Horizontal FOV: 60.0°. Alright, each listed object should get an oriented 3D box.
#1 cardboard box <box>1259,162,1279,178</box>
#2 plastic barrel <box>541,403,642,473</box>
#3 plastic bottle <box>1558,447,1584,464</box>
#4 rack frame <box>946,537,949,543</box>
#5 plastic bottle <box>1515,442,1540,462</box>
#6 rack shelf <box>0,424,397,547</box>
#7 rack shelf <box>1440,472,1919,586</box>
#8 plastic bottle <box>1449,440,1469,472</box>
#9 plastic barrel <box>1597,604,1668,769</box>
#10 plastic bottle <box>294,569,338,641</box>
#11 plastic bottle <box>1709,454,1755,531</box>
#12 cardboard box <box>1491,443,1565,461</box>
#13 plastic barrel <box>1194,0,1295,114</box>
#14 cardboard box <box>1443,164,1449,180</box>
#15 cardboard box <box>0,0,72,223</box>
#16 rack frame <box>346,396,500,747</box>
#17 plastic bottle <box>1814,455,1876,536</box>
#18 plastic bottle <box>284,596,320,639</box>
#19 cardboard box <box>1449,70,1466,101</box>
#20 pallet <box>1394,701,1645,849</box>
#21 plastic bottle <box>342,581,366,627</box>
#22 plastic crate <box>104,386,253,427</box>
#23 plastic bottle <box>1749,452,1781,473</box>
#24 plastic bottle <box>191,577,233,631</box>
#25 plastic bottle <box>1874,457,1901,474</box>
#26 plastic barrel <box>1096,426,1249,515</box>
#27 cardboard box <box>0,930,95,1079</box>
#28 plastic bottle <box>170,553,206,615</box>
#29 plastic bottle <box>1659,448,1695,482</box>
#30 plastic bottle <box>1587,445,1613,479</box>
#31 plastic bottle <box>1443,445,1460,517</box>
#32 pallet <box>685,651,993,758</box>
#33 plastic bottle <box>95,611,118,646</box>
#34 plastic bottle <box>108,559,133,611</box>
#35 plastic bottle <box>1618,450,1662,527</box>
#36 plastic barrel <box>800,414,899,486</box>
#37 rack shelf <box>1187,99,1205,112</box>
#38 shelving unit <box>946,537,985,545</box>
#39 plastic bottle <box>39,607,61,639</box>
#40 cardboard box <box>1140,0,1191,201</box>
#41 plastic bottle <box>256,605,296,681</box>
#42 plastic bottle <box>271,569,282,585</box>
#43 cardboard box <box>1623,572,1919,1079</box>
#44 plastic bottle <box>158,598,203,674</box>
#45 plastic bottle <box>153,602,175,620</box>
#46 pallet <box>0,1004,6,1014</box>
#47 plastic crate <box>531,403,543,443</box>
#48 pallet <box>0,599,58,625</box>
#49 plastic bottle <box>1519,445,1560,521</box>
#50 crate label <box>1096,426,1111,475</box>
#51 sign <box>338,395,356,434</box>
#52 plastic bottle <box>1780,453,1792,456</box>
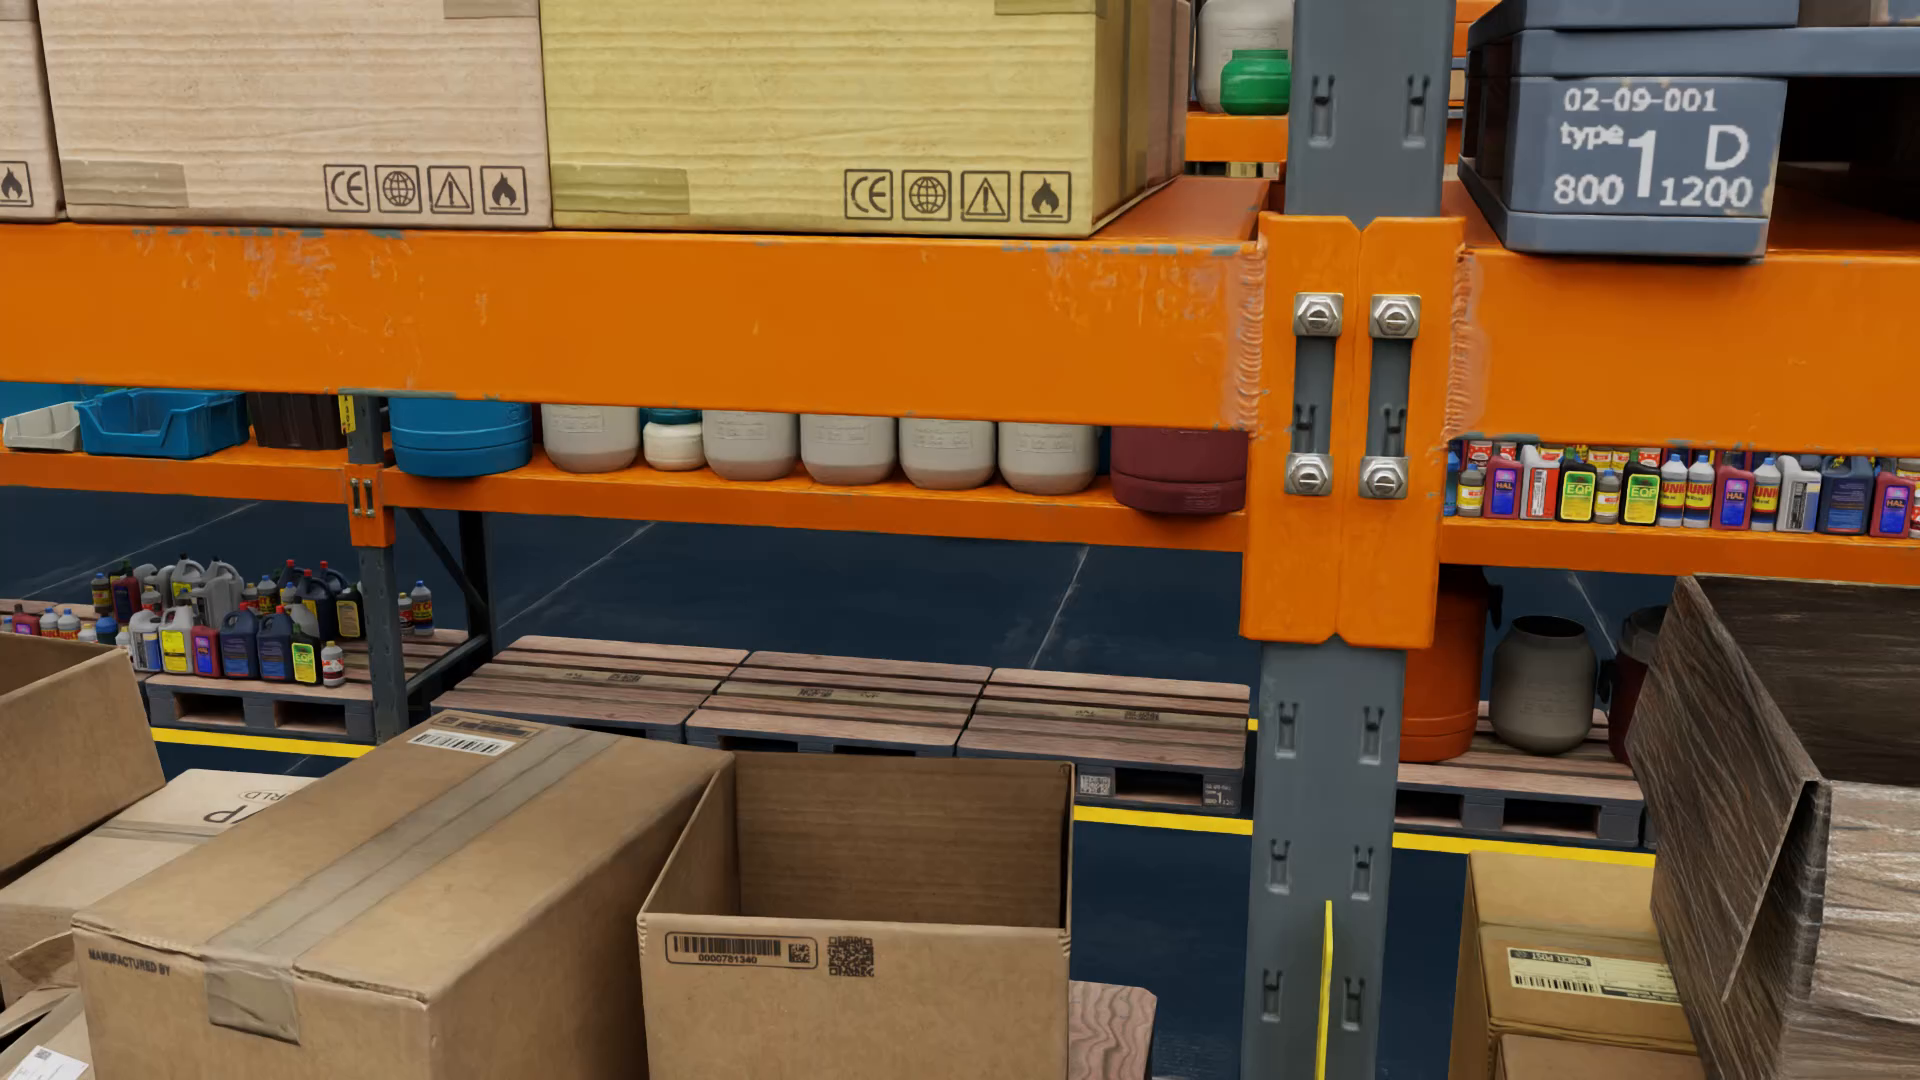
[{"bbox_3d":[3.049,-3.592,16.113,0.250,0.149,0.380,1,16,4],"label":"cardboard box"},{"bbox_3d":[-1.607,-0.587,7.237,0.433,0.535,0.433,0,15,0],"label":"plastic barrel"},{"bbox_3d":[2.352,-0.225,6.427,0.097,0.271,0.097,0,15,0],"label":"plastic bottle"},{"bbox_3d":[-0.067,-0.510,10.865,0.008,1.050,0.200,3,16,11],"label":"rack frame"},{"bbox_3d":[2.426,-0.411,7.099,0.097,0.271,0.097,0,15,0],"label":"plastic bottle"},{"bbox_3d":[-4.461,-0.389,8.126,4.000,0.370,1.077,3,16,11],"label":"rack shelf"},{"bbox_3d":[3.379,0.036,6.590,4.000,0.370,1.077,3,16,11],"label":"rack shelf"},{"bbox_3d":[2.126,-0.438,7.174,0.133,0.283,0.061,3,16,11],"label":"plastic bottle"},{"bbox_3d":[3.008,0.625,6.849,0.708,0.588,0.600,3,16,11],"label":"plastic barrel"},{"bbox_3d":[-3.238,0.321,8.351,0.185,0.351,0.144,3,16,11],"label":"plastic bottle"},{"bbox_3d":[2.902,-0.180,6.240,0.133,0.283,0.061,3,16,11],"label":"plastic bottle"},{"bbox_3d":[3.803,-0.566,11.276,0.500,0.500,0.500,3,16,10],"label":"cardboard box"},{"bbox_3d":[1.175,-2.013,6.811,0.421,0.512,0.421,0,15,0],"label":"plastic barrel"},{"bbox_3d":[4.313,-3.451,15.645,0.500,0.250,0.500,3,16,10],"label":"cardboard box"},{"bbox_3d":[-1.063,-0.506,1.861,0.500,0.250,0.500,4,16,13],"label":"cardboard box"},{"bbox_3d":[-2.501,-0.630,7.646,0.127,3.000,1.000,3,16,11],"label":"rack frame"},{"bbox_3d":[3.293,-0.202,6.195,0.185,0.351,0.144,3,16,11],"label":"plastic bottle"},{"bbox_3d":[-3.161,0.438,7.928,0.185,0.351,0.144,3,16,11],"label":"plastic bottle"},{"bbox_3d":[3.343,-3.165,10.991,0.500,0.500,0.910,3,16,11],"label":"cardboard box"},{"bbox_3d":[2.200,0.958,7.138,1.213,0.211,1.003,3,16,11],"label":"pallet"},{"bbox_3d":[-3.048,0.329,8.462,0.135,0.276,0.152,4,16,13],"label":"plastic bottle"},{"bbox_3d":[-3.775,-0.674,8.201,0.662,0.188,0.450,3,16,11],"label":"plastic crate"},{"bbox_3d":[3.320,-0.357,6.880,0.133,0.283,0.061,3,16,11],"label":"plastic bottle"},{"bbox_3d":[-3.816,0.327,8.471,0.135,0.276,0.152,3,16,11],"label":"plastic bottle"},{"bbox_3d":[3.826,-0.330,6.797,0.135,0.276,0.152,3,16,11],"label":"plastic bottle"},{"bbox_3d":[0.904,-0.428,6.662,0.708,0.536,0.600,3,16,11],"label":"plastic barrel"},{"bbox_3d":[-1.256,0.723,2.227,0.258,0.266,0.396,3,16,10],"label":"cardboard box"},{"bbox_3d":[-3.993,0.241,8.641,0.185,0.351,0.144,4,16,13],"label":"plastic bottle"},{"bbox_3d":[3.020,-0.390,6.999,0.133,0.283,0.061,3,16,11],"label":"plastic bottle"},{"bbox_3d":[2.713,-0.362,7.052,0.097,0.201,0.097,0,15,0],"label":"plastic bottle"},{"bbox_3d":[1.887,-0.234,6.458,0.097,0.271,0.097,0,15,0],"label":"plastic bottle"},{"bbox_3d":[-0.525,0.810,7.672,1.213,0.211,1.003,3,16,11],"label":"pallet"},{"bbox_3d":[-4.074,0.473,7.953,0.097,0.271,0.097,0,15,0],"label":"plastic bottle"},{"bbox_3d":[-4.416,0.239,8.774,0.133,0.283,0.061,4,16,12],"label":"plastic bottle"},{"bbox_3d":[2.580,-0.197,6.303,0.133,0.283,0.061,3,16,11],"label":"plastic bottle"},{"bbox_3d":[-0.464,-0.525,7.013,0.433,0.535,0.433,0,15,0],"label":"plastic barrel"},{"bbox_3d":[0.450,-2.918,11.634,4.000,0.370,1.077,3,16,11],"label":"rack shelf"},{"bbox_3d":[0.052,-0.503,10.842,0.252,1.050,0.215,3,16,11],"label":"shelving unit"},{"bbox_3d":[-4.370,0.457,8.011,0.097,0.271,0.097,0,15,0],"label":"plastic bottle"},{"bbox_3d":[0.022,-0.586,2.150,0.500,0.250,0.500,3,16,12],"label":"cardboard box"},{"bbox_3d":[-3.190,0.476,7.792,0.185,0.351,0.144,3,16,10],"label":"plastic bottle"},{"bbox_3d":[-3.548,0.286,8.604,0.133,0.283,0.061,4,16,14],"label":"plastic bottle"},{"bbox_3d":[1.145,0.390,1.897,0.637,0.503,0.797,4,16,13],"label":"cardboard box"},{"bbox_3d":[-3.694,0.449,7.891,0.185,0.351,0.144,3,16,11],"label":"plastic bottle"},{"bbox_3d":[-3.832,0.444,8.036,0.133,0.283,0.061,3,16,11],"label":"plastic bottle"},{"bbox_3d":[-1.516,0.877,2.567,1.213,0.211,1.003,3,16,11],"label":"pallet"},{"bbox_3d":[-1.966,-0.715,7.833,0.583,0.464,0.402,3,16,11],"label":"plastic crate"},{"bbox_3d":[-5.542,0.538,8.655,1.213,0.211,1.003,3,16,11],"label":"pallet"},{"bbox_3d":[2.232,-0.225,6.417,0.135,0.276,0.152,3,16,11],"label":"plastic bottle"},{"bbox_3d":[0.499,-0.557,7.319,0.616,0.435,0.502,3,16,11],"label":"crate label"},{"bbox_3d":[-2.622,-0.620,7.091,0.005,0.325,0.100,3,16,11],"label":"sign"},{"bbox_3d":[3.480,-0.386,6.859,0.185,0.351,0.144,3,16,11],"label":"plastic bottle"}]
